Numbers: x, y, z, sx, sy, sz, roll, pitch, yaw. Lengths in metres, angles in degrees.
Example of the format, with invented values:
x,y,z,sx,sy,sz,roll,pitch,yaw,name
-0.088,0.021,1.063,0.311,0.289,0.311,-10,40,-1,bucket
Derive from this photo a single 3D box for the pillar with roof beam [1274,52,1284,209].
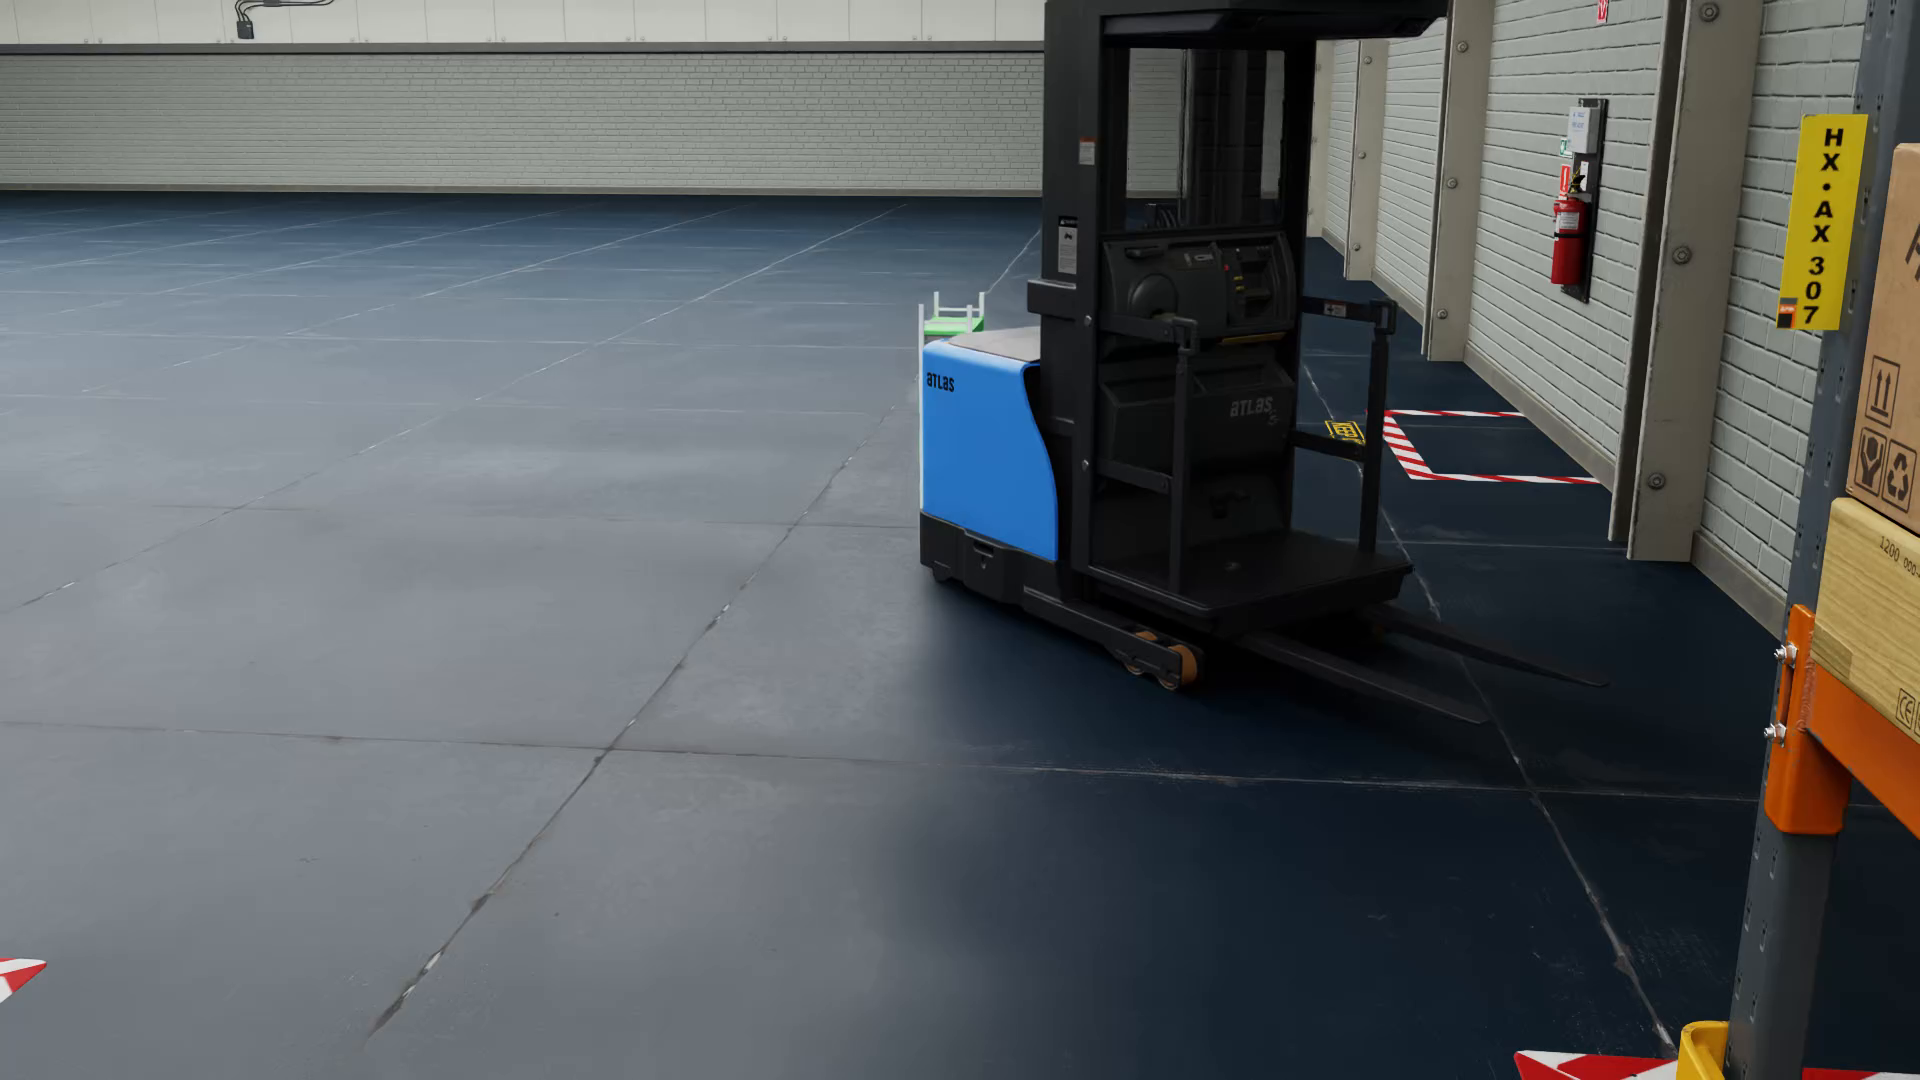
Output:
x,y,z,sx,sy,sz,roll,pitch,yaw,name
1.753,-10.649,30.303,9.100,9.000,0.400,2,15,6,pillar with roof beam

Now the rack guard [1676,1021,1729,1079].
x,y,z,sx,sy,sz,roll,pitch,yaw,name
1.857,1.174,2.862,1.175,0.500,0.348,2,15,6,rack guard

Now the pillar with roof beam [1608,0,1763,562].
x,y,z,sx,sy,sz,roll,pitch,yaw,name
-0.955,-4.424,7.283,9.100,9.000,0.400,2,15,6,pillar with roof beam

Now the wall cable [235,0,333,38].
x,y,z,sx,sy,sz,roll,pitch,yaw,name
-14.191,-13.533,34.454,2.305,6.003,0.169,2,15,6,wall cable

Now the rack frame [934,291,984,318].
x,y,z,sx,sy,sz,roll,pitch,yaw,name
-0.004,-0.607,8.109,0.240,1.200,0.015,2,15,7,rack frame

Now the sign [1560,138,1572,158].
x,y,z,sx,sy,sz,roll,pitch,yaw,name
3.795,-2.454,10.406,0.001,0.109,0.331,2,15,6,sign

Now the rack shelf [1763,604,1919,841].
x,y,z,sx,sy,sz,roll,pitch,yaw,name
1.639,0.814,0.784,1.077,0.370,4.000,2,15,6,rack shelf

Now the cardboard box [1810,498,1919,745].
x,y,z,sx,sy,sz,roll,pitch,yaw,name
1.495,0.128,2.192,0.500,0.250,0.500,1,15,5,cardboard box

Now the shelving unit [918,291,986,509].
x,y,z,sx,sy,sz,roll,pitch,yaw,name
-0.035,-0.544,7.875,0.258,1.200,0.503,2,15,7,shelving unit

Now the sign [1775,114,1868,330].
x,y,z,sx,sy,sz,roll,pitch,yaw,name
1.326,-0.486,2.554,0.100,0.325,0.005,2,15,6,sign

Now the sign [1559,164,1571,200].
x,y,z,sx,sy,sz,roll,pitch,yaw,name
3.804,-2.199,10.478,0.001,0.329,0.234,2,15,6,sign

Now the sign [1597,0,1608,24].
x,y,z,sx,sy,sz,roll,pitch,yaw,name
3.739,-3.159,9.658,0.001,0.298,0.199,2,15,6,sign

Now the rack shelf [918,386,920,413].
x,y,z,sx,sy,sz,roll,pitch,yaw,name
-0.035,-0.714,7.829,0.258,0.148,0.480,2,15,7,rack shelf

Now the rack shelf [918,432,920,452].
x,y,z,sx,sy,sz,roll,pitch,yaw,name
-0.035,-0.482,7.892,0.258,0.148,0.480,2,15,7,rack shelf

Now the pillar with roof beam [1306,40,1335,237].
x,y,z,sx,sy,sz,roll,pitch,yaw,name
1.076,-9.092,24.548,9.100,9.000,0.400,2,15,6,pillar with roof beam

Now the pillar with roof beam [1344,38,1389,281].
x,y,z,sx,sy,sz,roll,pitch,yaw,name
0.399,-7.536,18.793,9.100,9.000,0.400,2,15,6,pillar with roof beam

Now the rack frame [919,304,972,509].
x,y,z,sx,sy,sz,roll,pitch,yaw,name
-0.065,-0.481,7.641,0.240,1.200,0.015,2,15,7,rack frame

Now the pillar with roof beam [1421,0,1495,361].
x,y,z,sx,sy,sz,roll,pitch,yaw,name
-0.278,-5.980,13.038,9.100,9.000,0.400,2,15,6,pillar with roof beam

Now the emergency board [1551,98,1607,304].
x,y,z,sx,sy,sz,roll,pitch,yaw,name
3.639,-2.041,9.964,0.194,1.169,0.643,2,15,6,emergency board

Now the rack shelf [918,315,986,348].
x,y,z,sx,sy,sz,roll,pitch,yaw,name
-0.035,-0.946,7.767,0.258,0.148,0.480,2,15,7,rack shelf

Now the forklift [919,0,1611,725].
x,y,z,sx,sy,sz,roll,pitch,yaw,name
1.055,-1.003,6.257,1.130,2.935,3.031,-10,18,-32,forklift

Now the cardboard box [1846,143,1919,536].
x,y,z,sx,sy,sz,roll,pitch,yaw,name
1.513,-0.236,2.102,0.500,0.500,0.500,2,15,6,cardboard box
